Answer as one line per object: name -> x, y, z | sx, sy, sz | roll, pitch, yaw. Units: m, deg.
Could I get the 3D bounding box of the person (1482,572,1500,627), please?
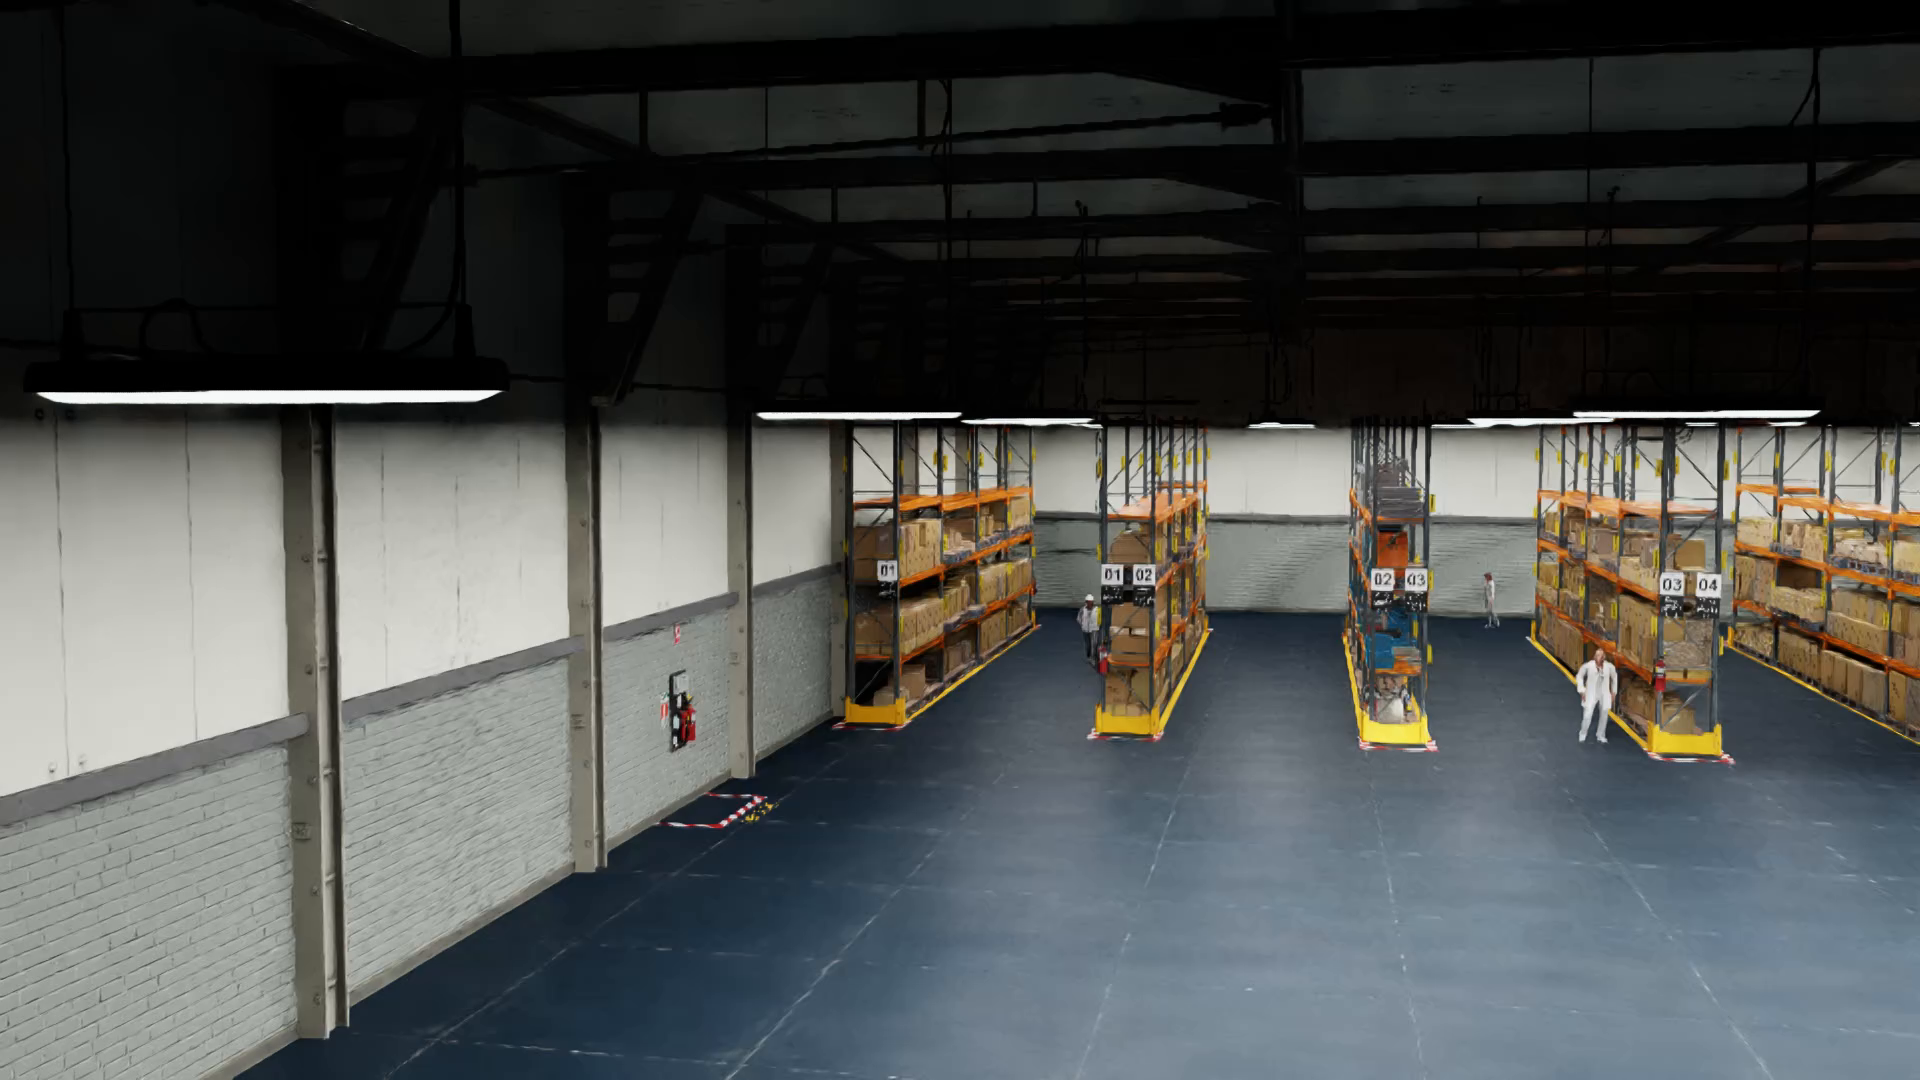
person -> 15.342, 1.721, 48.041 | 0.417, 1.589, 0.559 | -1, 4, -14

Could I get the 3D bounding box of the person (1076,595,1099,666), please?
person -> 3.173, 2.172, 40.500 | 0.679, 1.704, 0.871 | 1, 4, 18

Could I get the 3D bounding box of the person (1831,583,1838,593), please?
person -> 22.219, 1.995, 42.287 | 0.447, 1.789, 0.611 | -1, 4, -19

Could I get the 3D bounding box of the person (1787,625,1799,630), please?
person -> 23.719, 1.748, 47.017 | 0.721, 1.708, 0.592 | 1, 4, 10

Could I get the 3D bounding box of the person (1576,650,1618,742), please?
person -> 11.629, 2.898, 30.392 | 0.732, 1.612, 0.560 | 1, 4, 11
